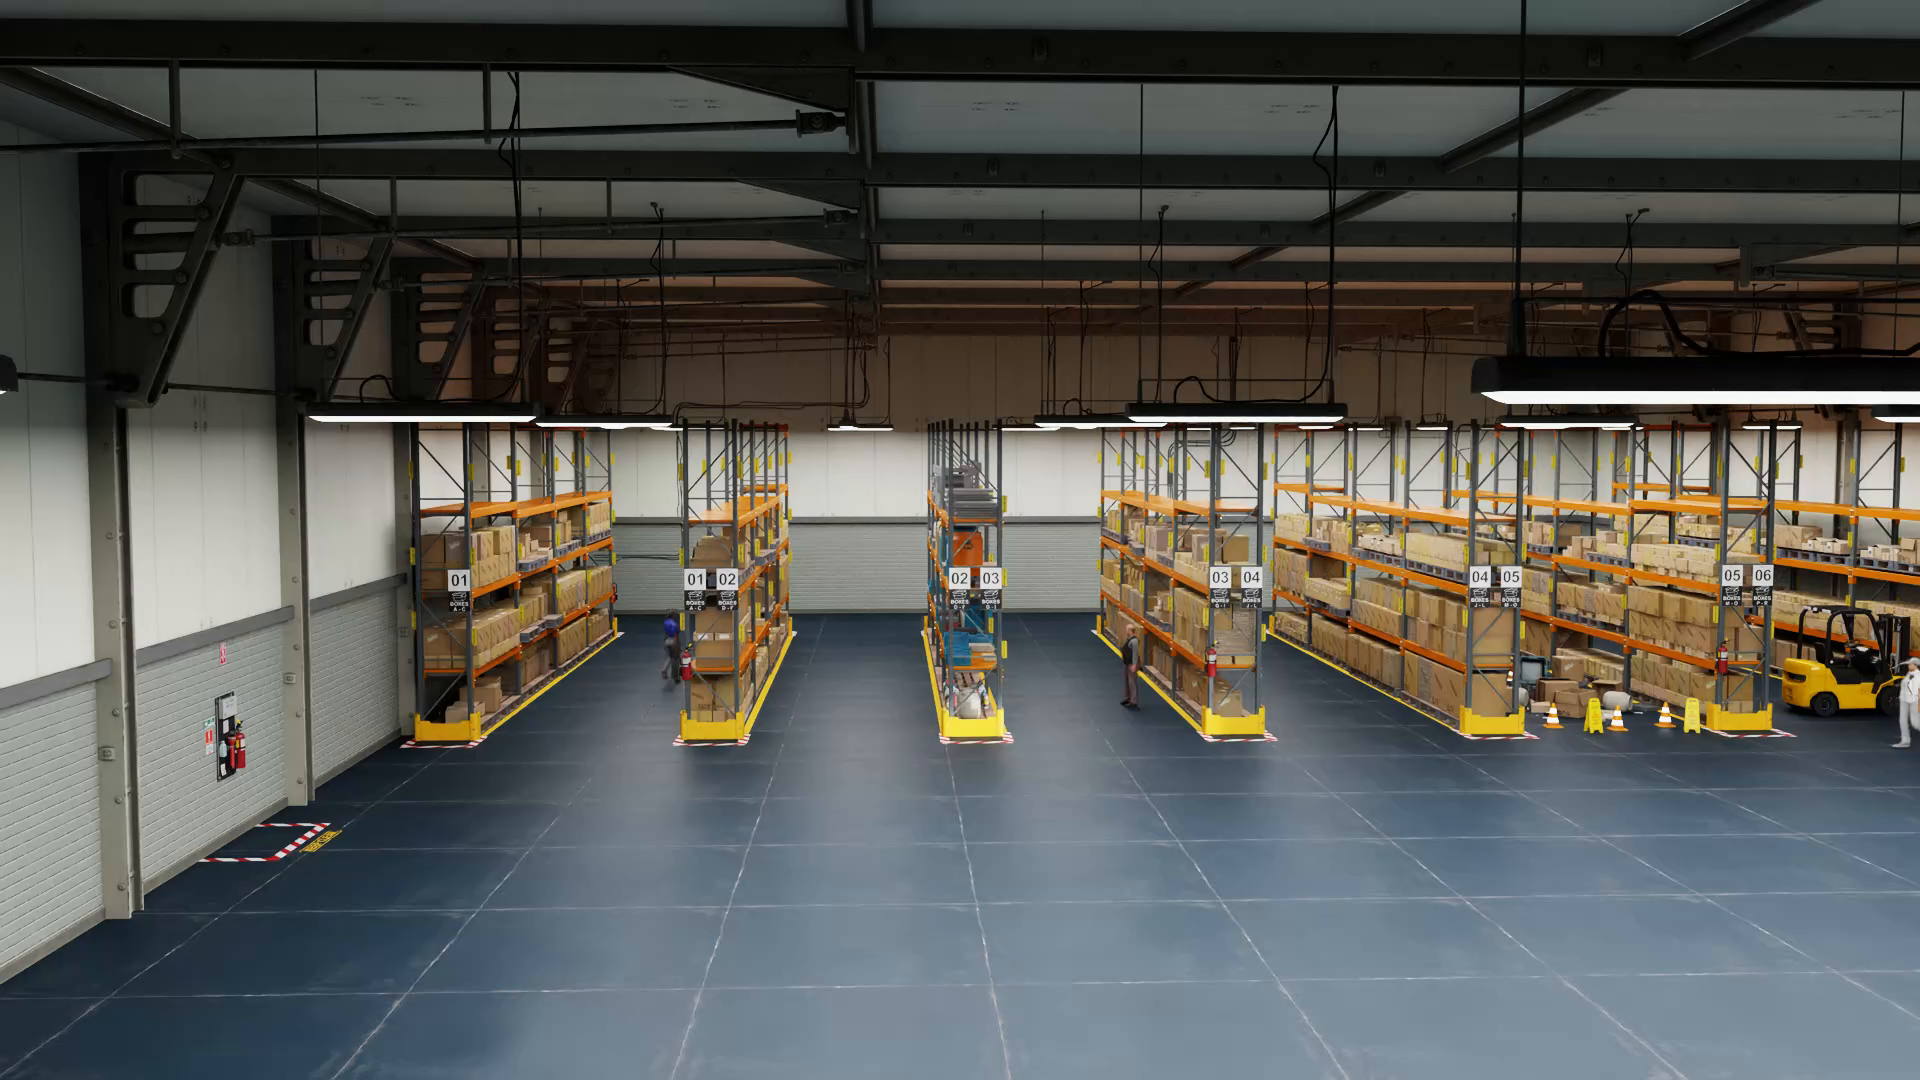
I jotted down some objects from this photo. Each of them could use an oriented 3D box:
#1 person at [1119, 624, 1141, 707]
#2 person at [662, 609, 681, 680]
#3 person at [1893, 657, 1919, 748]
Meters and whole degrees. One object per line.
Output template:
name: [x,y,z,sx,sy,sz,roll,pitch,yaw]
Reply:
person: [3.565,2.621,34.860,0.421,1.726,0.572,-1,4,-8]
person: [-6.668,2.433,38.453,0.448,1.630,0.500,2,4,31]
person: [17.328,2.951,30.186,0.602,1.653,0.499,-1,4,-22]
